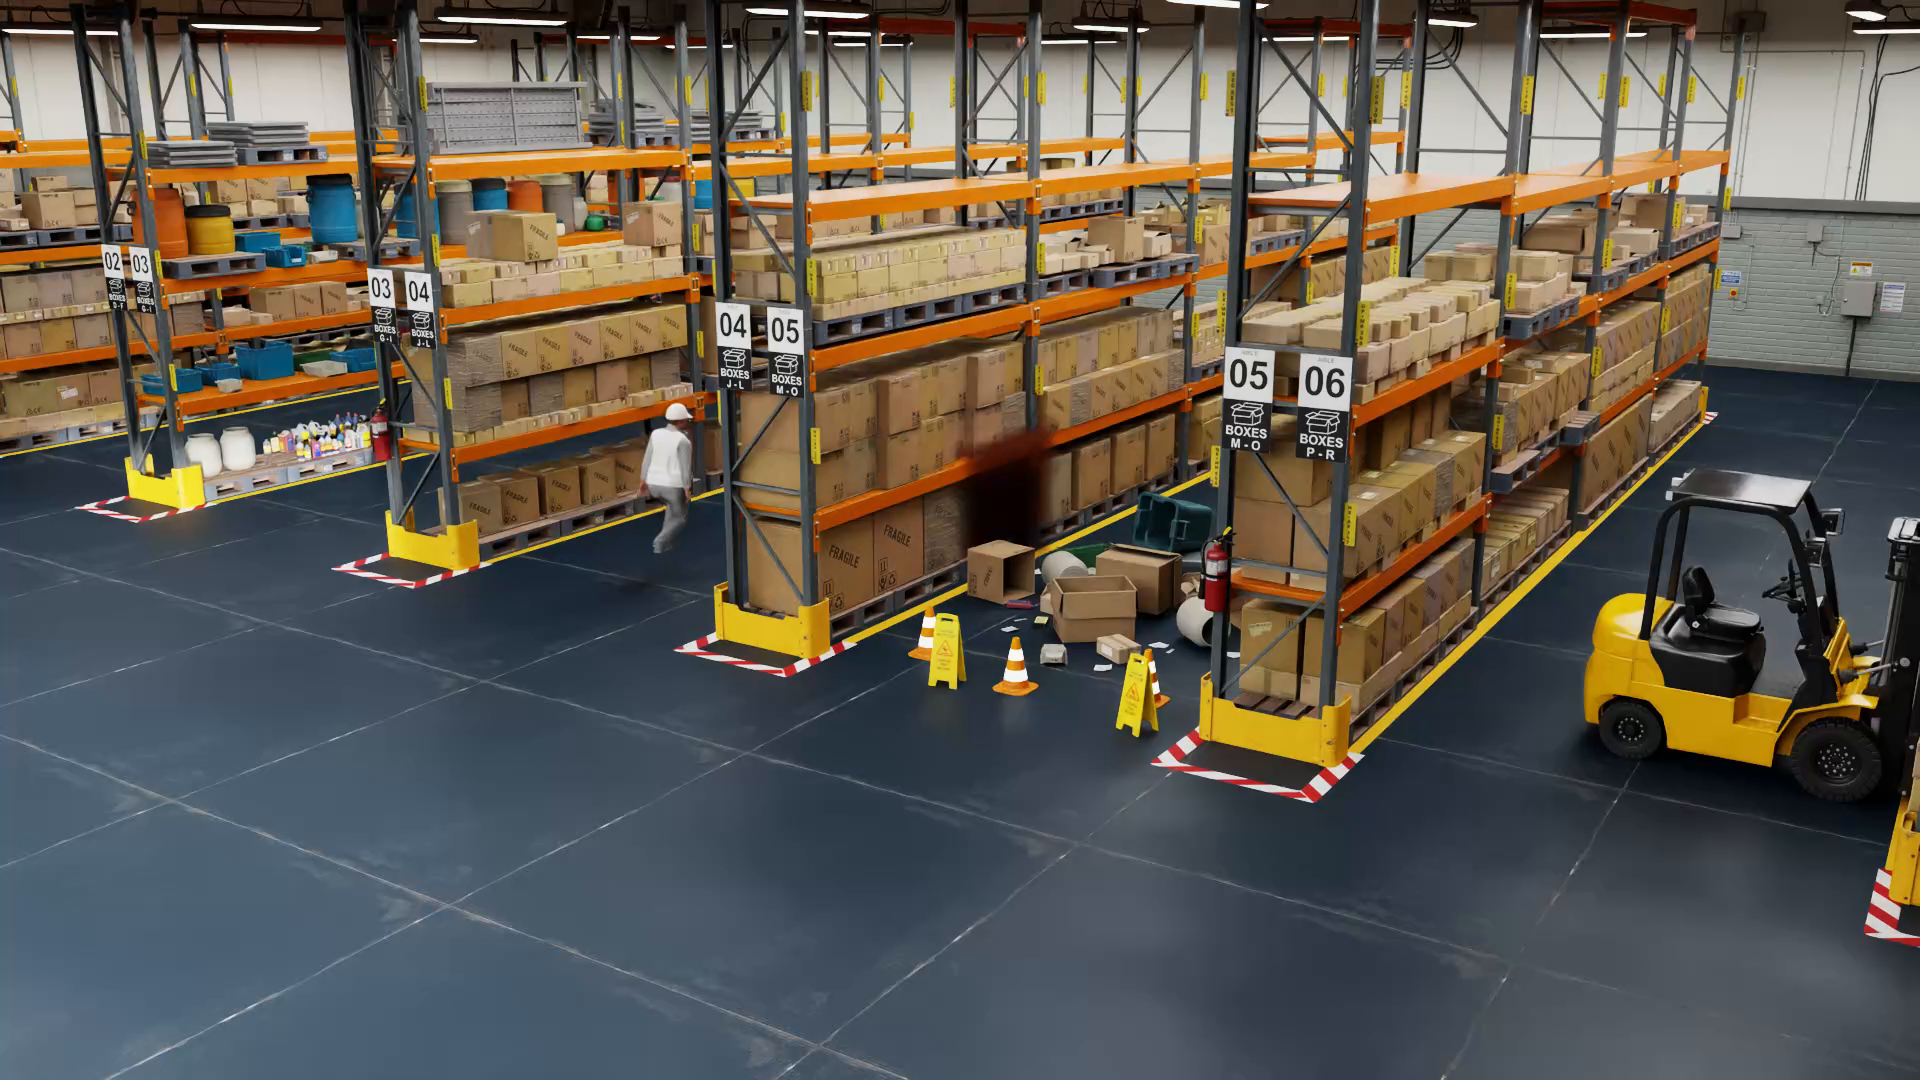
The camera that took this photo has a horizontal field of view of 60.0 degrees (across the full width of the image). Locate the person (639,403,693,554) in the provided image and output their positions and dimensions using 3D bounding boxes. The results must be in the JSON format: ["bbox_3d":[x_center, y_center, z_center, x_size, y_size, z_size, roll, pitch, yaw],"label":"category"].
[{"bbox_3d":[-3.089,-0.649,17.723,0.585,1.612,0.701,8,17,25],"label":"person"}]
